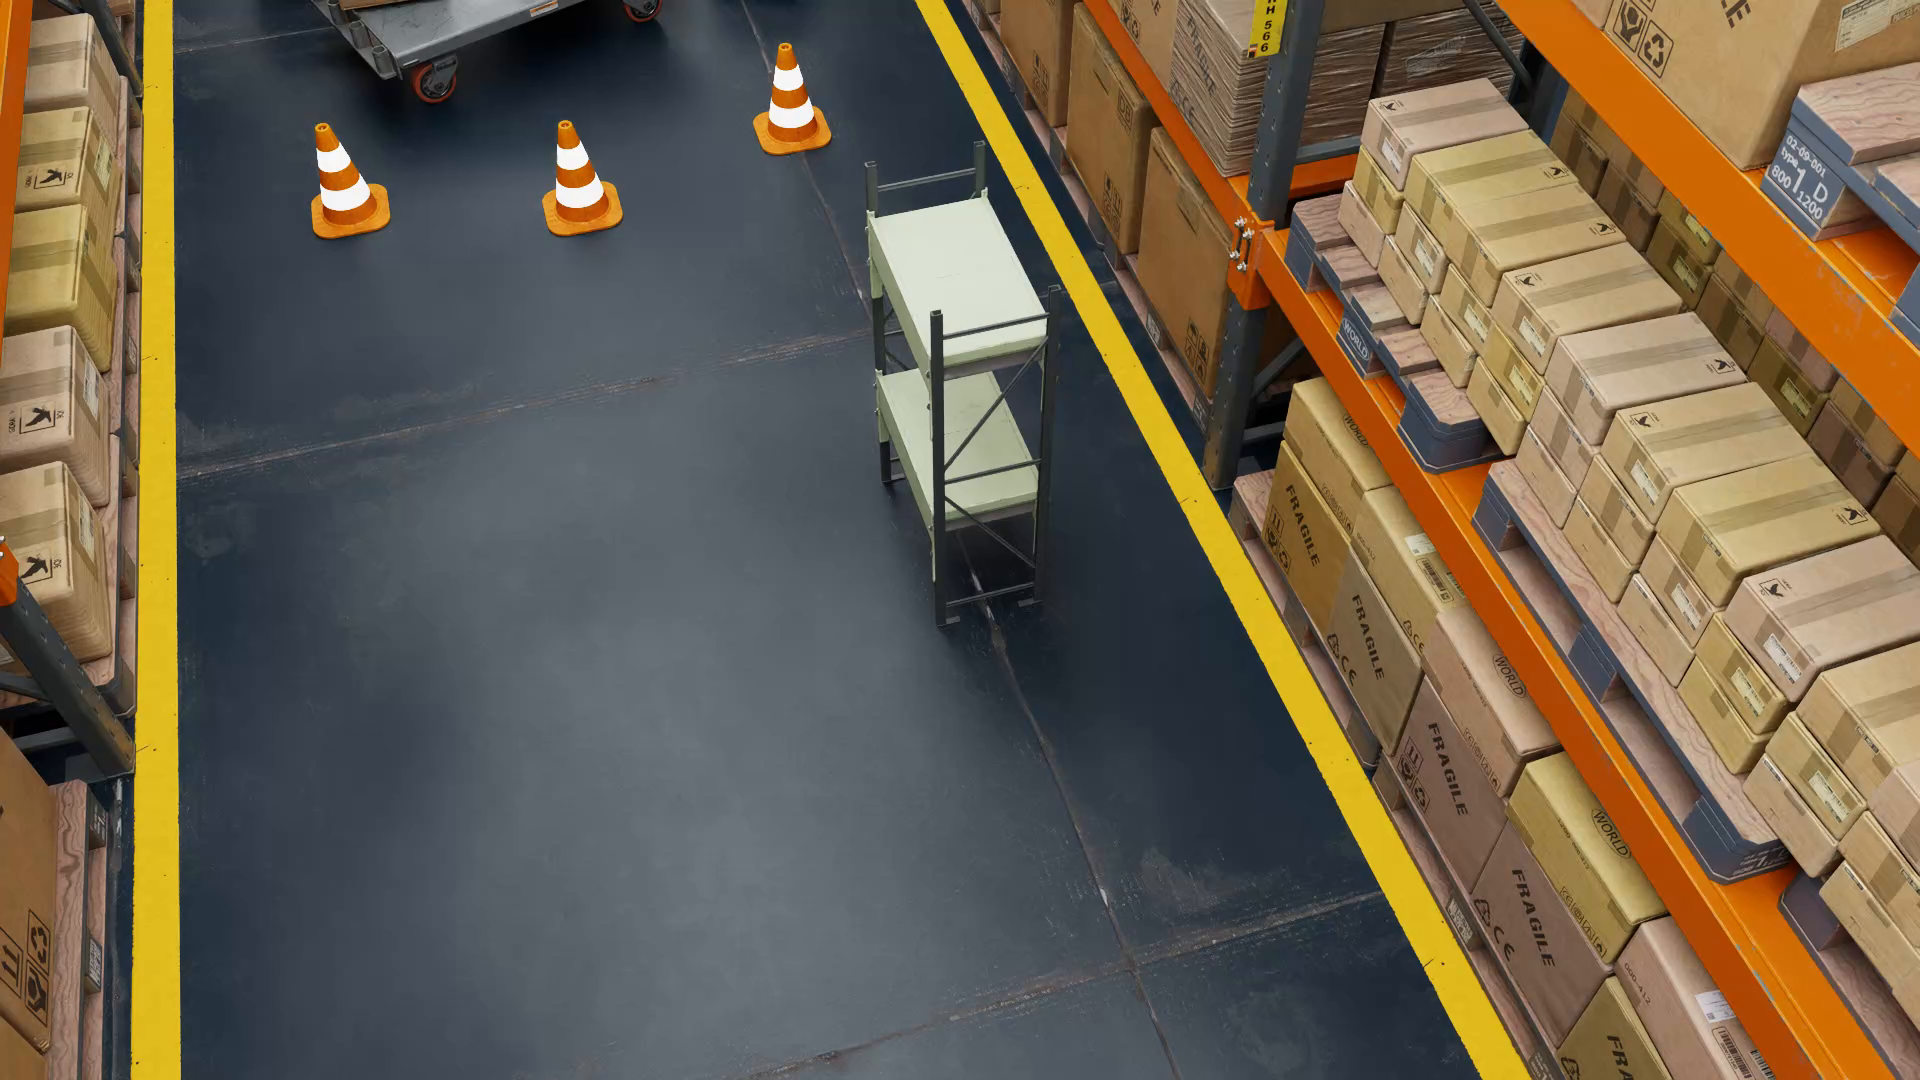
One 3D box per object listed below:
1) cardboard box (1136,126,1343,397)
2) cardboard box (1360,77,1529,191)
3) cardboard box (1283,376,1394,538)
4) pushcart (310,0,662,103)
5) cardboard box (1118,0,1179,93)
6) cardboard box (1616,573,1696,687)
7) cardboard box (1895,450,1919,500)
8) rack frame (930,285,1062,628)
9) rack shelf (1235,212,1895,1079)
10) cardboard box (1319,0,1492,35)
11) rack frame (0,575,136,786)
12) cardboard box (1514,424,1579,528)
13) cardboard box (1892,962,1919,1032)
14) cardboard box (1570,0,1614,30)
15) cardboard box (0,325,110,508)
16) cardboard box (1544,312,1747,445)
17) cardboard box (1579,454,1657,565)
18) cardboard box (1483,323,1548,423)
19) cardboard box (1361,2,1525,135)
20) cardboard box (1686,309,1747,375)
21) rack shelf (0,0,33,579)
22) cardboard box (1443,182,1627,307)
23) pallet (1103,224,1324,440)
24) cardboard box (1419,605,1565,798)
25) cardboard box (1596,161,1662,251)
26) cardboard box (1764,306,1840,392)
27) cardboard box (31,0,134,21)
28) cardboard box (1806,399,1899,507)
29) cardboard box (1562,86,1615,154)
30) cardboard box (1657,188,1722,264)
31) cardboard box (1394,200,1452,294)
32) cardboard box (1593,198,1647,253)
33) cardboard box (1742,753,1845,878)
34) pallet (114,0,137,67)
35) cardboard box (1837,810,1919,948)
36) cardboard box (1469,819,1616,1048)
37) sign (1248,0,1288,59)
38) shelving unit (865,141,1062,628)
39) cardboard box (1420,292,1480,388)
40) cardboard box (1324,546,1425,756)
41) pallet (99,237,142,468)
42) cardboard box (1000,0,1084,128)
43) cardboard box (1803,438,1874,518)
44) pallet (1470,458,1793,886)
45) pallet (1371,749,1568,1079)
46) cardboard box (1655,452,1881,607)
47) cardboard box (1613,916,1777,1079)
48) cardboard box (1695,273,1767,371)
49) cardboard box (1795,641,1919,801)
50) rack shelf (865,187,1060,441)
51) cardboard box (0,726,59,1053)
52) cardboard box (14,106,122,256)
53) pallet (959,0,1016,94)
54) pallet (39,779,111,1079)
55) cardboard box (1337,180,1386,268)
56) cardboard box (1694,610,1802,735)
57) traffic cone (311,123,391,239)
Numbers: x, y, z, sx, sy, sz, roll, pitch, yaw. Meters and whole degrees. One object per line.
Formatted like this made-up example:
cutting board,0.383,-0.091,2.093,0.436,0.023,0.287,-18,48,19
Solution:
cardboard box,1.339,-1.180,6.480,1.050,0.750,0.750,-14,51,-11
cardboard box,1.386,-1.166,4.772,0.380,0.149,0.250,-13,51,-11
cardboard box,1.406,-0.318,5.426,0.500,0.250,0.500,-15,52,-13
pushcart,-2.285,-2.740,8.313,1.648,0.377,0.936,-30,56,-23
cardboard box,0.898,-1.970,5.883,0.500,0.500,0.500,-13,51,-11
cardboard box,1.843,0.171,4.033,0.380,0.149,0.250,-15,51,-12
cardboard box,2.473,-0.161,3.925,0.380,0.149,0.250,-12,51,-10
rack frame,0.106,-0.221,5.455,0.400,1.500,0.023,-13,51,-11
rack shelf,2.025,0.388,4.432,1.077,0.370,4.000,-13,51,-11
cardboard box,1.310,-1.989,5.246,0.700,0.500,0.500,-14,51,-11
rack frame,-3.265,-0.112,4.382,1.000,3.000,0.127,-13,51,-11
cardboard box,1.695,-0.203,4.349,0.380,0.149,0.250,-12,51,-10
cardboard box,2.161,0.945,3.381,0.380,0.149,0.250,-13,51,-11
cardboard box,1.503,-1.463,3.494,0.500,0.500,0.500,-13,51,-11
cardboard box,-3.649,-0.352,6.029,0.950,0.372,0.625,-14,51,-12
cardboard box,1.695,-0.403,4.128,0.380,0.149,0.250,-11,51,-9
cardboard box,1.767,-0.116,4.081,0.380,0.149,0.250,-14,51,-11
cardboard box,1.624,-0.481,4.388,0.380,0.149,0.250,-13,51,-11
cardboard box,1.559,-1.726,5.678,0.500,0.500,0.500,-13,51,-11
cardboard box,2.237,-0.550,4.642,0.380,0.149,0.250,-14,51,-11
rack shelf,-3.857,-1.341,5.889,1.077,0.370,4.000,-13,51,-11
cardboard box,1.536,-0.794,4.458,0.380,0.149,0.250,-14,51,-11
pallet,1.272,-0.999,6.954,1.003,0.211,1.213,-13,51,-11
cardboard box,1.690,0.417,4.806,0.500,0.250,0.500,-13,51,-11
cardboard box,2.095,-1.003,4.828,0.380,0.149,0.250,-12,51,-10
cardboard box,2.314,-0.550,4.252,0.380,0.149,0.250,-13,51,-11
cardboard box,-4.365,-2.774,8.151,0.500,0.250,0.500,-15,52,-13
cardboard box,2.398,-0.256,4.199,0.380,0.149,0.250,-12,51,-10
cardboard box,2.017,-1.297,4.882,0.380,0.149,0.250,-15,52,-12
cardboard box,2.166,-0.921,4.565,0.380,0.149,0.250,-12,51,-10
cardboard box,1.467,-0.859,4.707,0.380,0.149,0.250,-11,51,-9
cardboard box,2.090,-0.921,4.954,0.380,0.149,0.250,-13,51,-11
cardboard box,1.999,0.560,3.706,0.380,0.149,0.250,-15,52,-13
pallet,-4.680,-2.617,8.318,1.003,0.211,1.213,-13,51,-11
cardboard box,2.075,0.648,3.437,0.380,0.149,0.250,-15,51,-12
cardboard box,1.858,1.053,4.761,0.500,0.500,0.500,-14,51,-12
sign,0.904,-1.550,4.838,0.100,0.325,0.005,-13,51,-11
shelving unit,-0.002,-0.488,5.681,0.431,1.500,0.755,-13,51,-11
cardboard box,1.533,-0.594,4.678,0.380,0.149,0.250,-11,51,-9
cardboard box,1.551,0.306,5.390,0.500,0.500,0.500,-13,51,-11
pallet,-3.852,-0.674,6.680,1.003,0.211,1.213,-13,51,-11
cardboard box,0.802,-2.498,7.591,1.050,0.750,0.750,-13,51,-11
cardboard box,2.393,-0.165,4.317,0.380,0.149,0.250,-12,51,-10
pallet,2.058,0.194,4.250,1.003,0.211,1.213,-13,51,-11
pallet,2.020,1.054,5.223,1.003,0.211,1.213,-13,51,-11
cardboard box,1.846,-0.027,3.811,0.380,0.149,0.250,-14,51,-11
cardboard box,2.015,1.180,4.163,0.500,0.250,0.500,-11,51,-9
cardboard box,2.249,-0.628,4.513,0.380,0.149,0.250,-13,51,-11
cardboard box,2.009,0.364,3.482,0.380,0.149,0.250,-15,51,-12
rack shelf,-0.002,-0.740,5.382,0.431,0.370,0.720,-13,51,-11
cardboard box,-3.140,0.961,4.593,0.875,0.875,0.875,-14,51,-11
cardboard box,-4.075,-1.415,6.925,0.950,0.372,0.625,-10,51,-9
pallet,0.551,-2.781,8.456,1.003,0.211,1.213,-13,51,-11
pallet,-3.104,1.380,4.949,1.003,0.211,1.213,-13,51,-11
cardboard box,1.373,-0.987,5.010,0.380,0.149,0.250,-14,51,-11
cardboard box,1.917,0.258,3.765,0.380,0.149,0.250,-13,51,-11
traffic cone,-2.744,-1.627,7.319,0.336,0.463,0.334,-13,51,-11
